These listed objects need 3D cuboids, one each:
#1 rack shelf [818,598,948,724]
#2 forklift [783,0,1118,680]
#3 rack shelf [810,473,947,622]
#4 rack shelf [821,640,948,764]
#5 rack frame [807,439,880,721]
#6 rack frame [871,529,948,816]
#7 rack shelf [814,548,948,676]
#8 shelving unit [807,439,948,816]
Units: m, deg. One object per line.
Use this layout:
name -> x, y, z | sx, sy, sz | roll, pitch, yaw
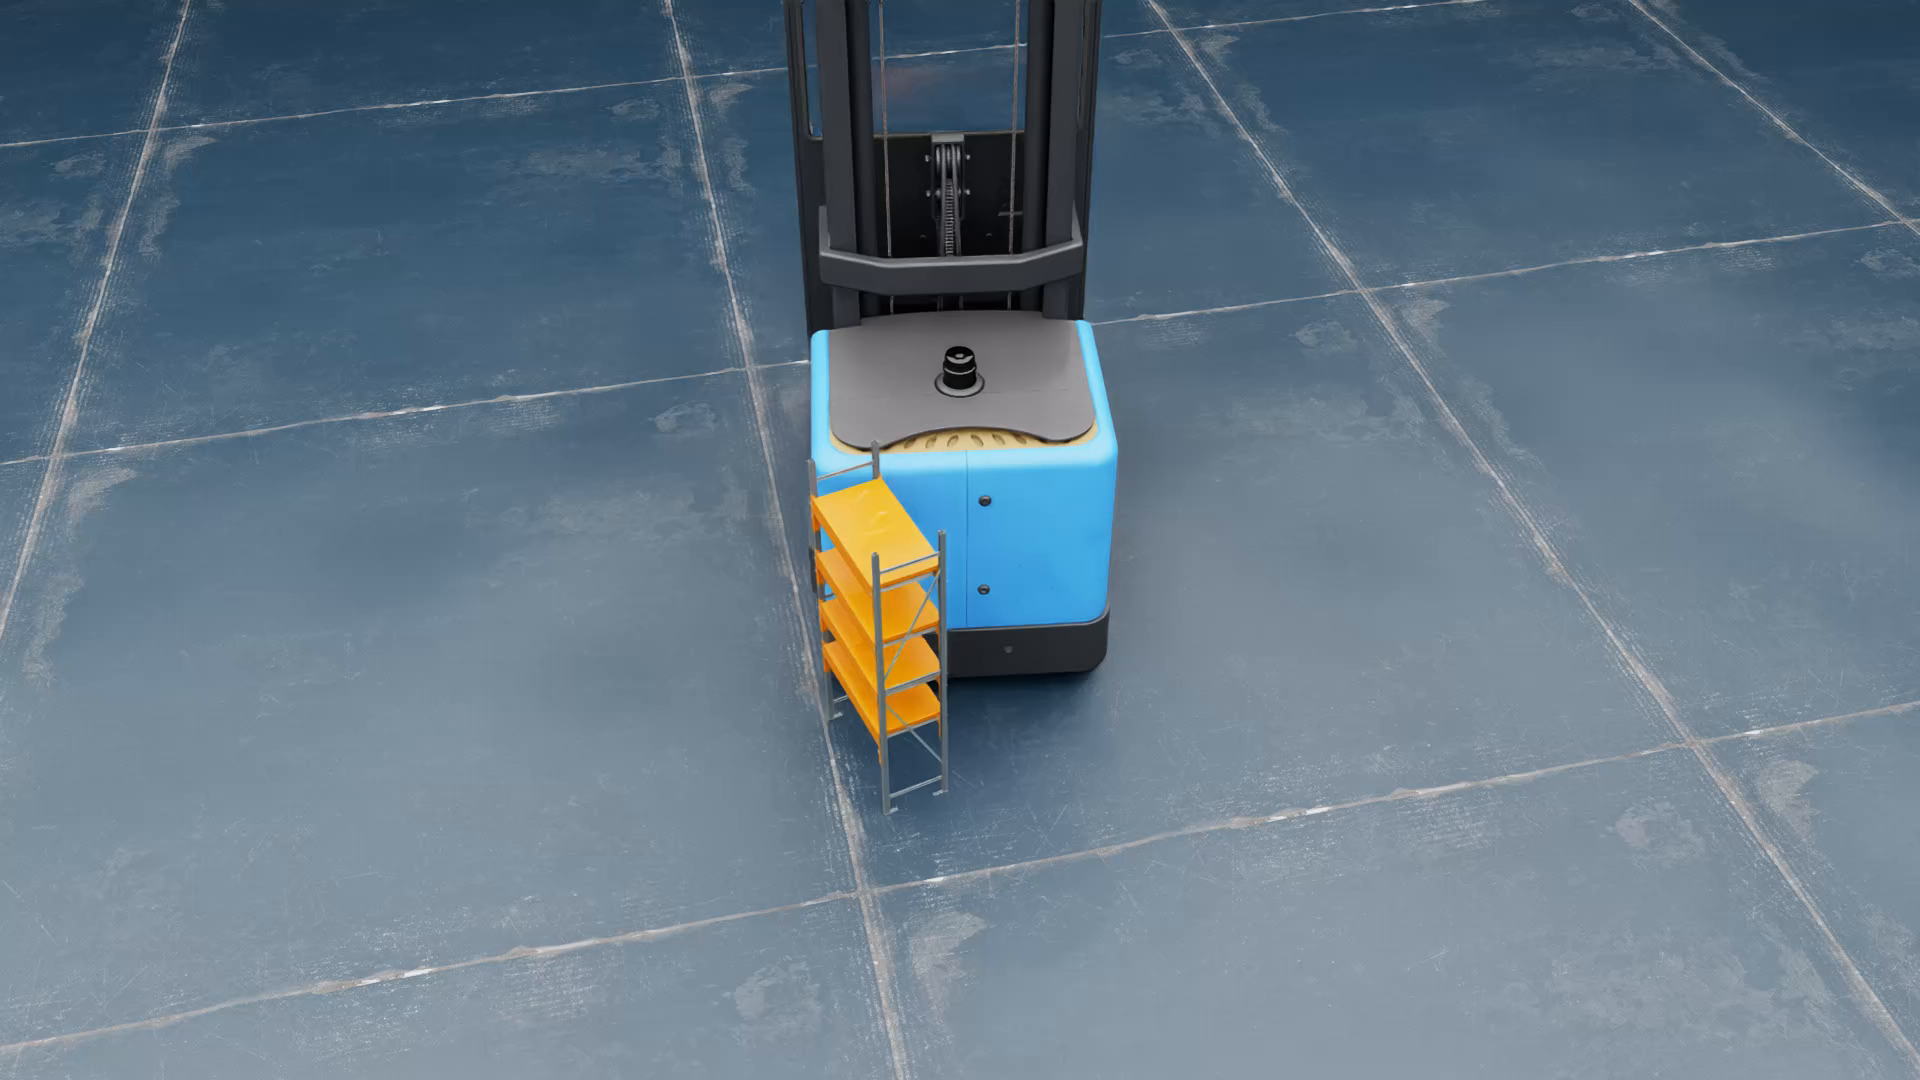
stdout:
rack shelf -> -0.261, 0.362, 5.540 | 0.258, 0.148, 0.480 | -18, 45, -19
forklift -> -0.077, -1.545, 6.282 | 1.130, 2.935, 3.031 | -3, 42, -3
rack shelf -> -0.261, 0.017, 5.235 | 0.258, 0.148, 0.480 | -18, 45, -19
rack shelf -> -0.261, 0.510, 5.672 | 0.258, 0.148, 0.480 | -18, 45, -19
rack frame -> -0.369, 0.166, 5.659 | 0.240, 1.200, 0.015 | -18, 45, -19
rack frame -> -0.152, 0.456, 5.332 | 0.240, 1.200, 0.015 | -18, 45, -19
rack shelf -> -0.261, 0.194, 5.392 | 0.258, 0.148, 0.480 | -18, 45, -19
shelving unit -> -0.261, 0.311, 5.495 | 0.258, 1.200, 0.503 | -18, 45, -19
